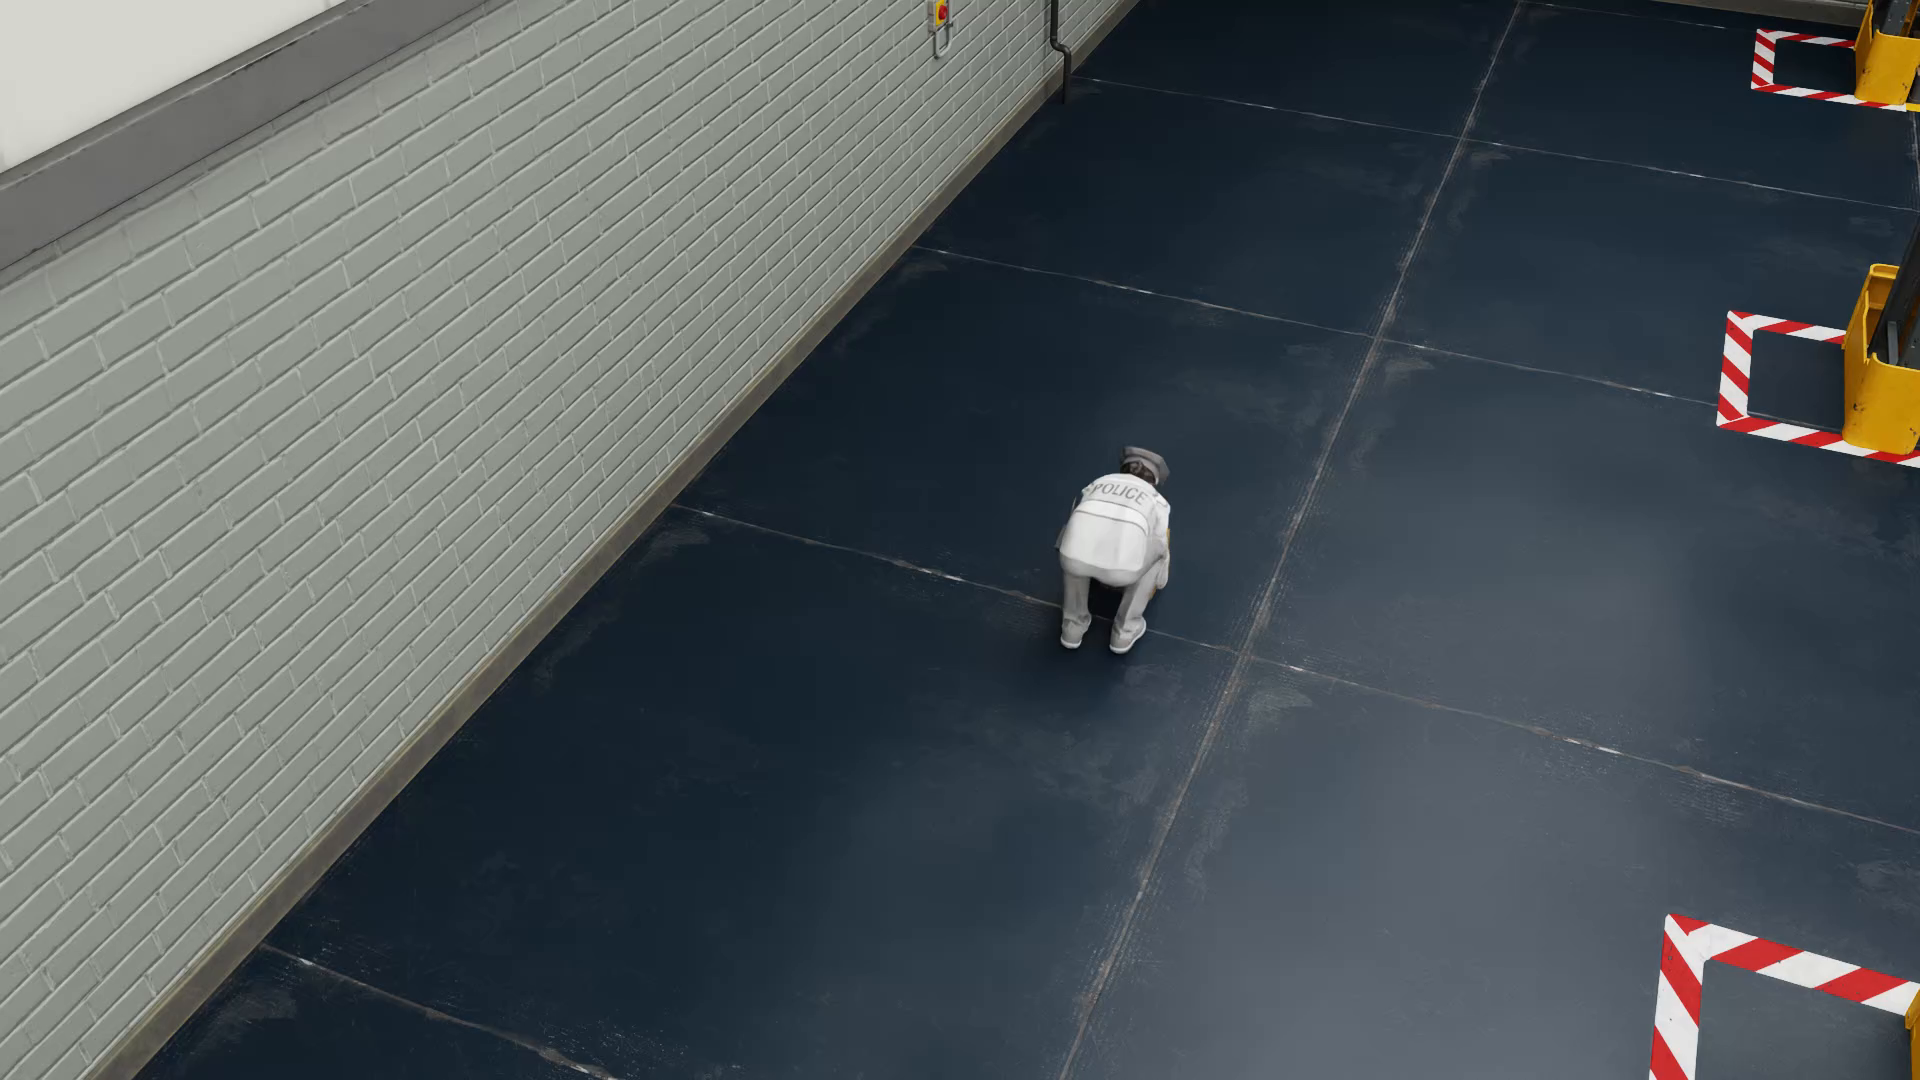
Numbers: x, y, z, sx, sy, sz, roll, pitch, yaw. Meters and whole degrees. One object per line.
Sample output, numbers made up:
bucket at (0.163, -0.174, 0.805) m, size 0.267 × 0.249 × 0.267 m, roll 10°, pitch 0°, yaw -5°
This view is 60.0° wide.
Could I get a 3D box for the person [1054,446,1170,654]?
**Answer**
person at (0.695, 0.054, 7.477) m, size 0.461 × 0.812 × 0.902 m, roll 13°, pitch 40°, yaw 16°
